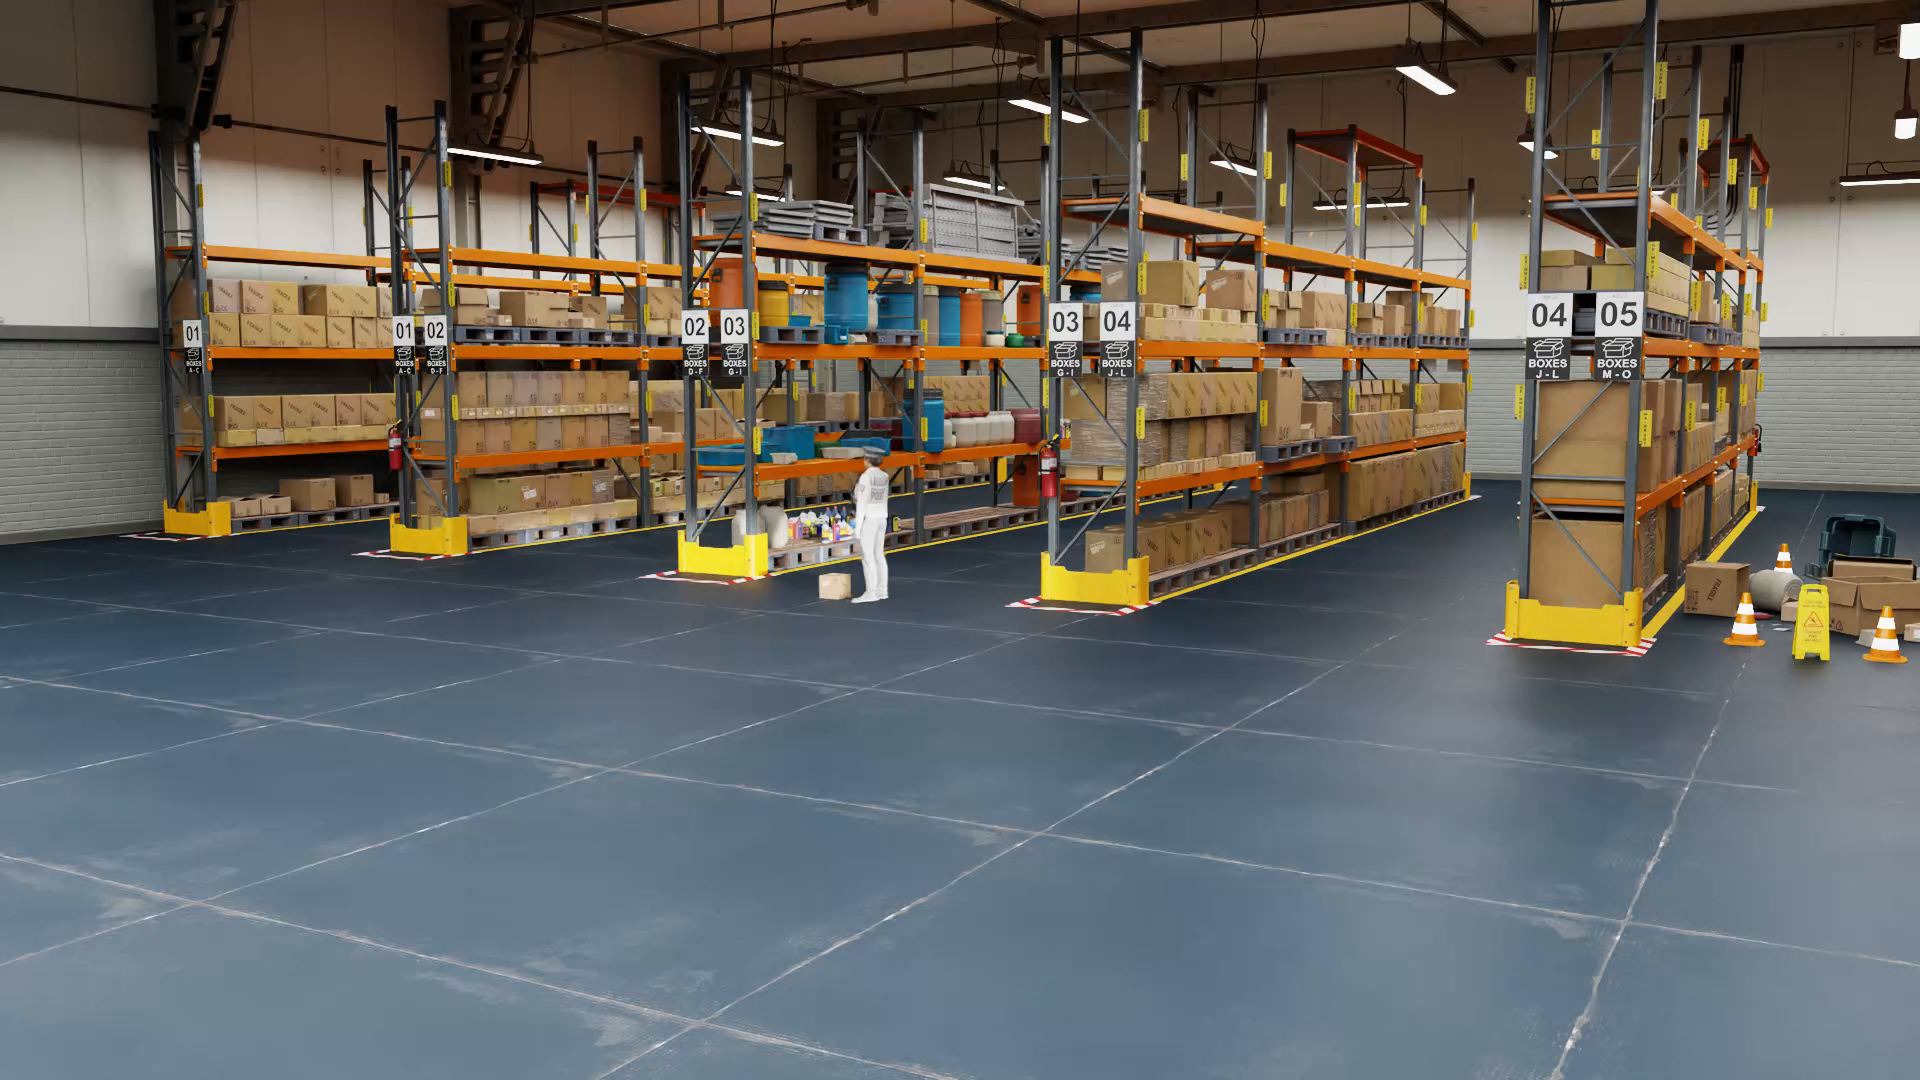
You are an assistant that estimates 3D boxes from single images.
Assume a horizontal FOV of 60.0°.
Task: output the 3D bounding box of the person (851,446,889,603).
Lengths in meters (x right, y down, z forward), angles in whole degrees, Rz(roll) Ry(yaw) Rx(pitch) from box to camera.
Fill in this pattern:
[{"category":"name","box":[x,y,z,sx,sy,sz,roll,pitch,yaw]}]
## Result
[{"category":"person","box":[-0.971,-0.172,17.964,0.332,1.692,0.491,3,7,30]}]
